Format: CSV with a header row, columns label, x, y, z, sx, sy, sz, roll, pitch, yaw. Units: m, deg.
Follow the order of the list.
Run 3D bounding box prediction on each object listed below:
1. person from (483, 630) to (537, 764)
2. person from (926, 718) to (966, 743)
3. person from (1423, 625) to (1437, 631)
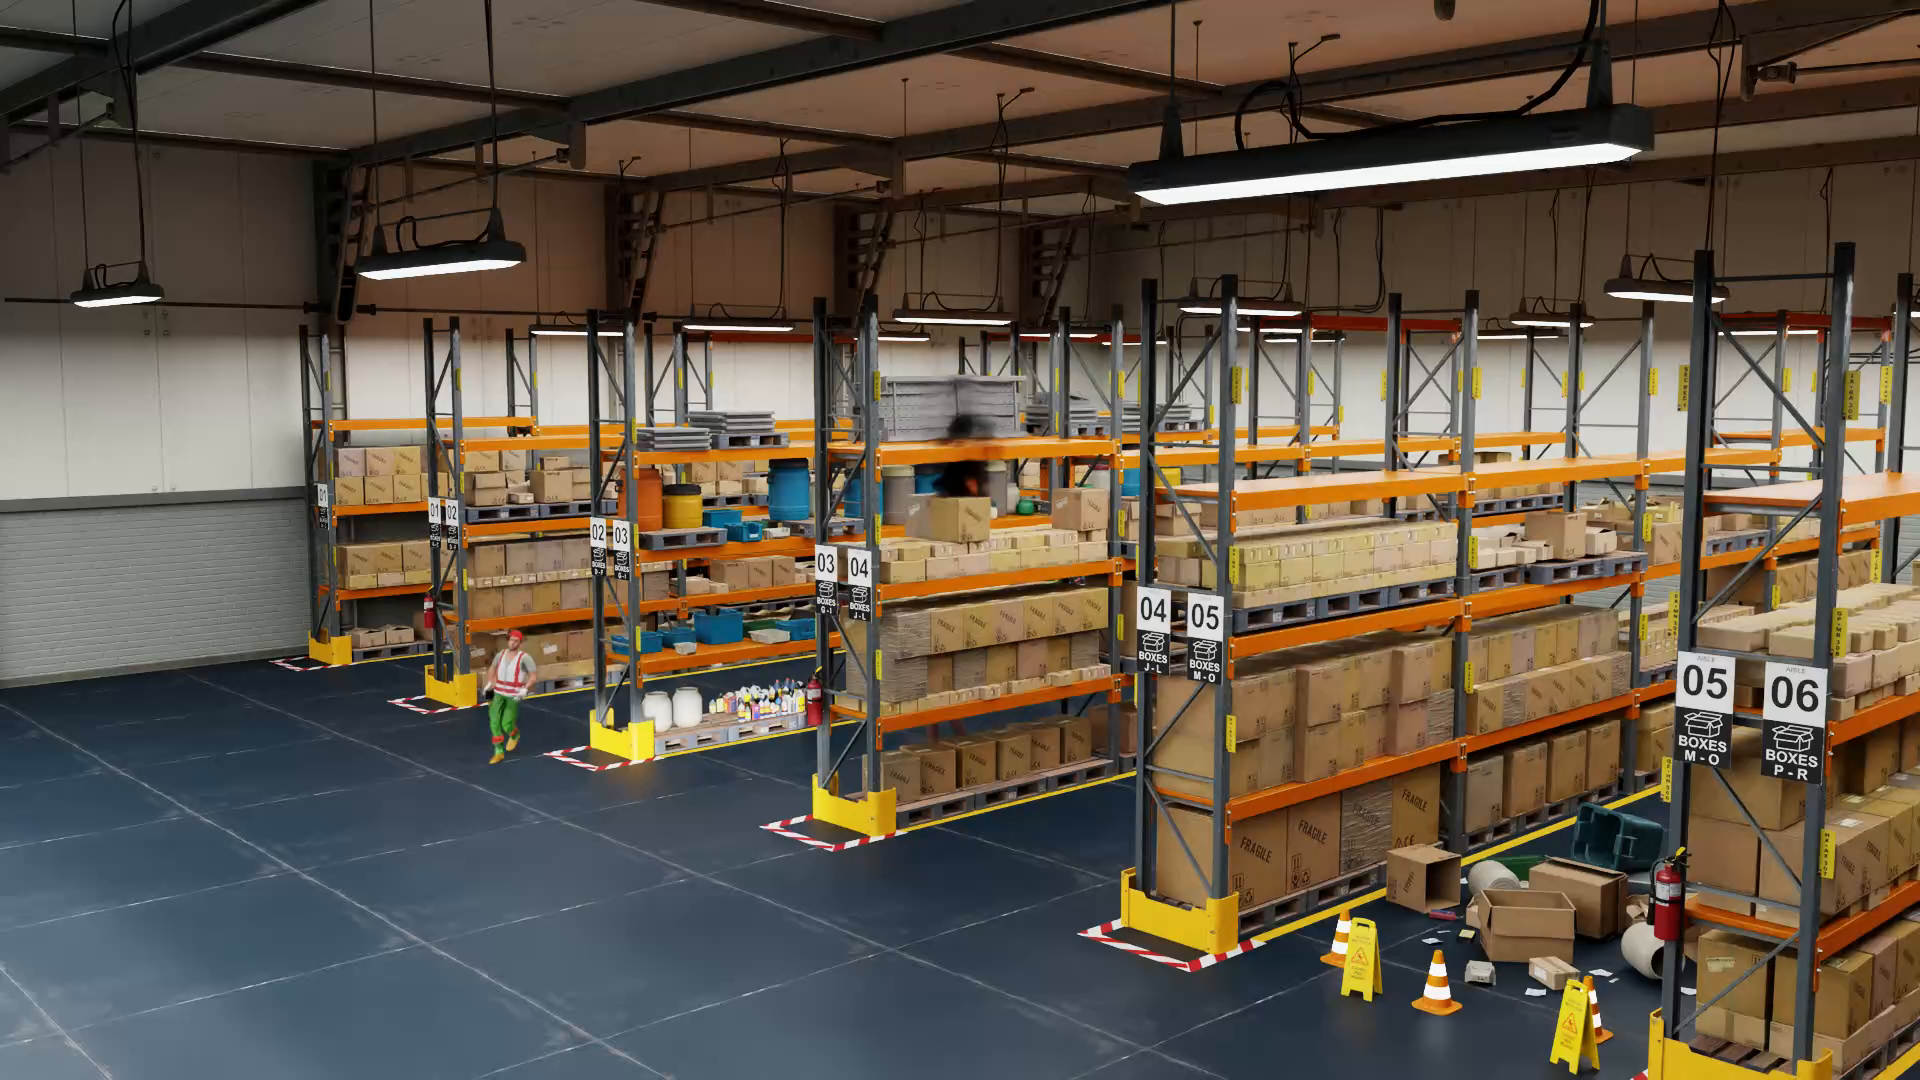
label,x,y,z,sx,sy,sz,roll,pitch,yaw
person,-6.009,2.074,22.176,0.718,1.745,0.639,1,6,14
person,-0.163,2.101,22.090,0.549,1.726,0.756,4,7,35
person,6.424,1.998,22.788,0.620,1.672,0.892,4,7,37
